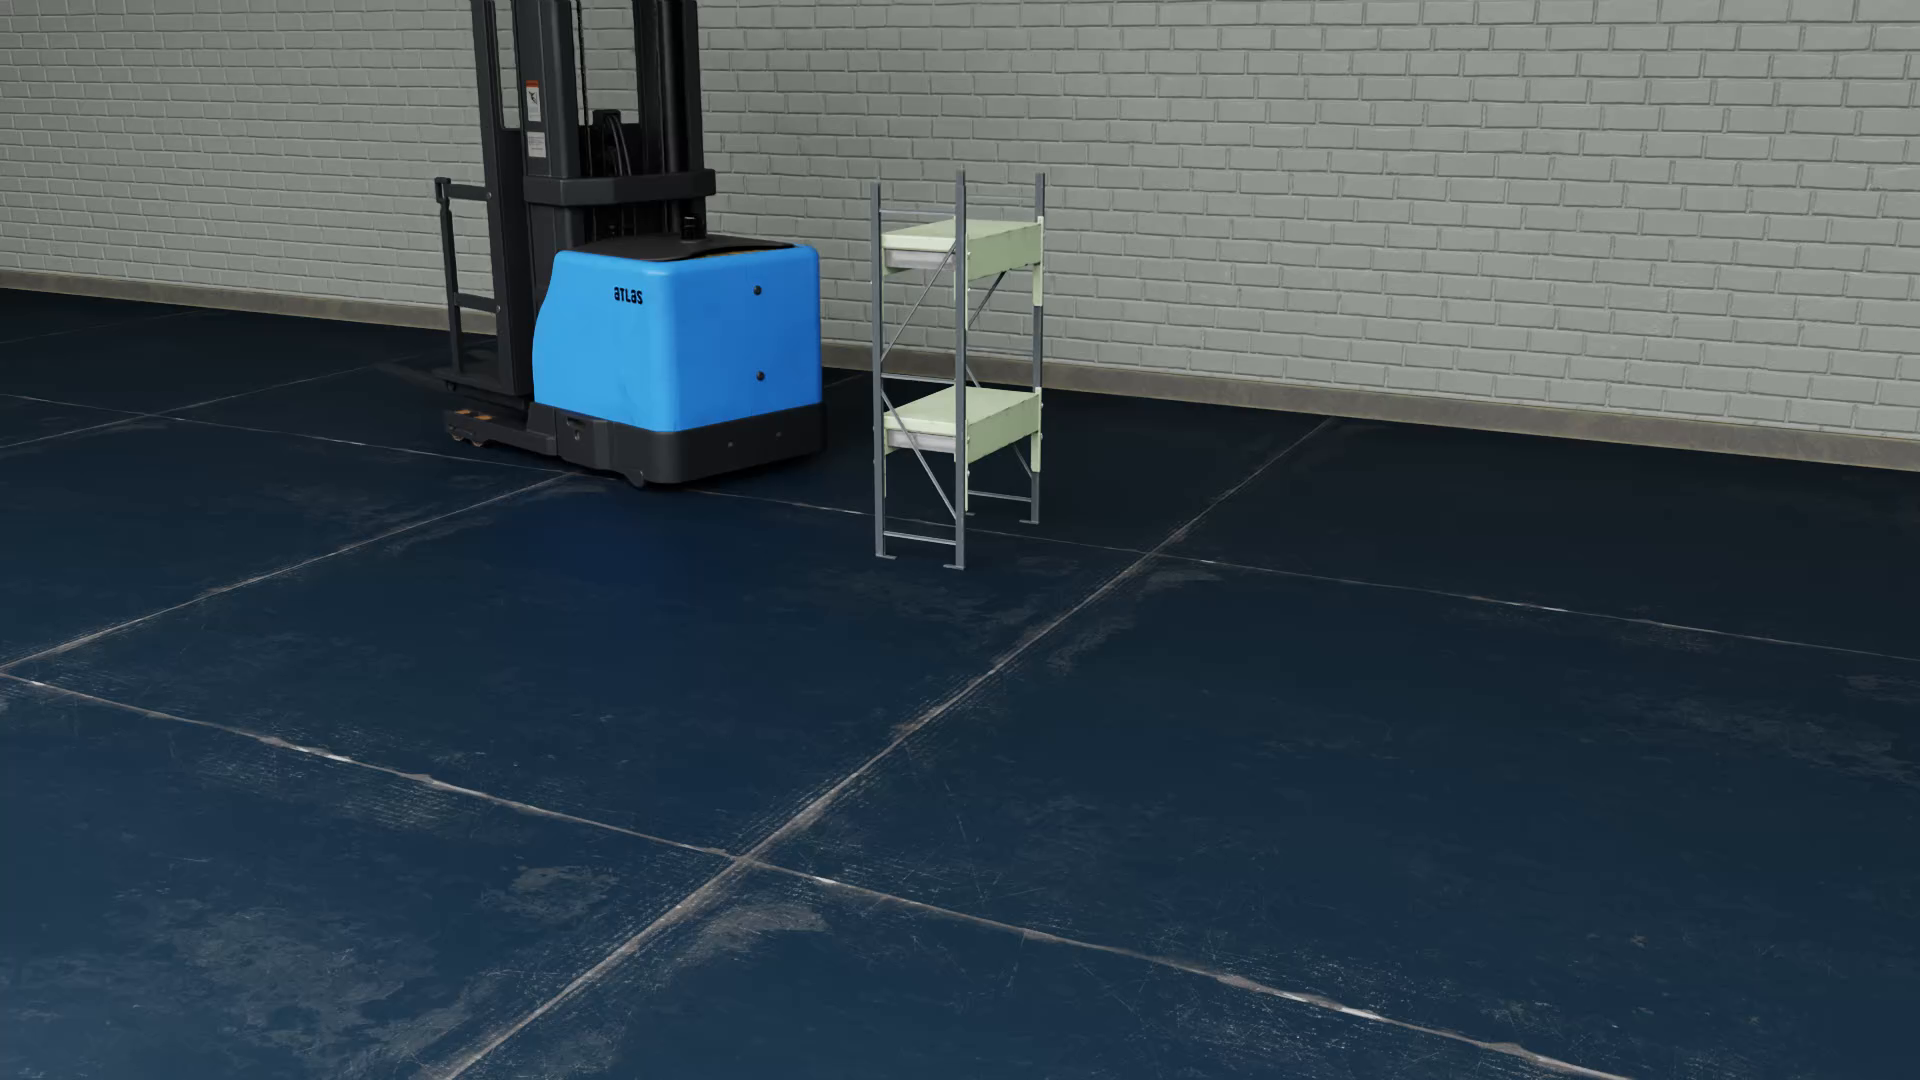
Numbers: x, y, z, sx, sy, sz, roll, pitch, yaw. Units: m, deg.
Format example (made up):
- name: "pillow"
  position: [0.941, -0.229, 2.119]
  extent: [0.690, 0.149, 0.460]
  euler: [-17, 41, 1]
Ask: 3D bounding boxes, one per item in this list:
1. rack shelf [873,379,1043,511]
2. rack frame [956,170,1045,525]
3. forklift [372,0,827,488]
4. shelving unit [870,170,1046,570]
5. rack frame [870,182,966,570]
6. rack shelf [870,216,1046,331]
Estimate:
- name: "rack shelf"
  position: [0.003, -0.408, 6.909]
  extent: [0.431, 0.370, 0.720]
  euler: [8, 18, 25]
- name: "rack frame"
  position: [0.167, -0.814, 7.130]
  extent: [0.400, 1.500, 0.023]
  euler: [8, 18, 25]
- name: "forklift"
  position: [-2.087, -1.984, 8.557]
  extent: [3.031, 2.935, 1.130]
  euler: [15, 22, 41]
- name: "shelving unit"
  position: [0.003, -0.721, 6.817]
  extent: [0.431, 1.500, 0.755]
  euler: [8, 18, 25]
- name: "rack frame"
  position: [-0.161, -0.627, 6.503]
  extent: [0.400, 1.500, 0.023]
  euler: [8, 18, 25]
- name: "rack shelf"
  position: [0.003, -1.095, 6.705]
  extent: [0.431, 0.370, 0.720]
  euler: [8, 18, 25]
